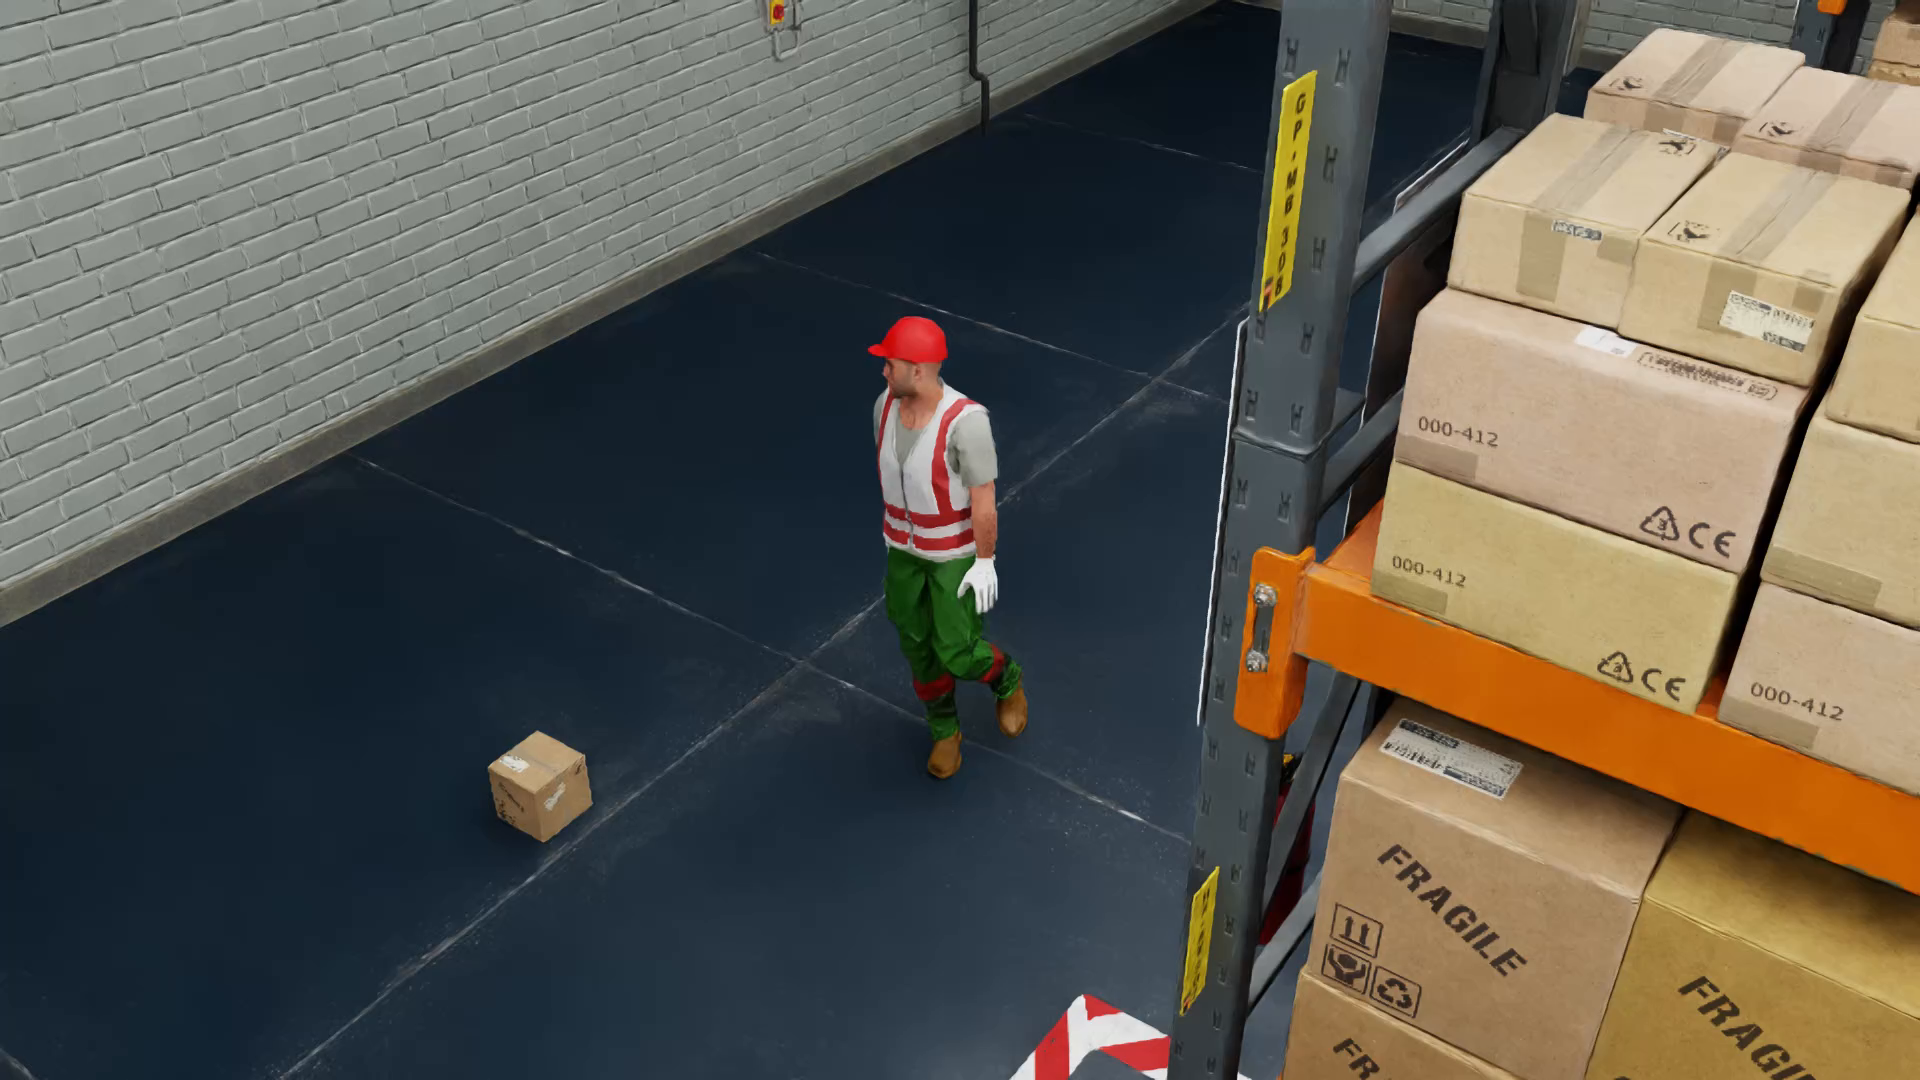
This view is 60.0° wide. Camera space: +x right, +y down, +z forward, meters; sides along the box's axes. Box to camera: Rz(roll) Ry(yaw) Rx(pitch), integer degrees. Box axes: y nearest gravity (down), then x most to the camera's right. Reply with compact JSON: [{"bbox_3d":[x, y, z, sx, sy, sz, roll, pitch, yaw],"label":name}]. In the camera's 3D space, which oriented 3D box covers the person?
[{"bbox_3d":[-0.078,0.031,6.102,0.649,1.762,0.516,19,39,26],"label":"person"}]
